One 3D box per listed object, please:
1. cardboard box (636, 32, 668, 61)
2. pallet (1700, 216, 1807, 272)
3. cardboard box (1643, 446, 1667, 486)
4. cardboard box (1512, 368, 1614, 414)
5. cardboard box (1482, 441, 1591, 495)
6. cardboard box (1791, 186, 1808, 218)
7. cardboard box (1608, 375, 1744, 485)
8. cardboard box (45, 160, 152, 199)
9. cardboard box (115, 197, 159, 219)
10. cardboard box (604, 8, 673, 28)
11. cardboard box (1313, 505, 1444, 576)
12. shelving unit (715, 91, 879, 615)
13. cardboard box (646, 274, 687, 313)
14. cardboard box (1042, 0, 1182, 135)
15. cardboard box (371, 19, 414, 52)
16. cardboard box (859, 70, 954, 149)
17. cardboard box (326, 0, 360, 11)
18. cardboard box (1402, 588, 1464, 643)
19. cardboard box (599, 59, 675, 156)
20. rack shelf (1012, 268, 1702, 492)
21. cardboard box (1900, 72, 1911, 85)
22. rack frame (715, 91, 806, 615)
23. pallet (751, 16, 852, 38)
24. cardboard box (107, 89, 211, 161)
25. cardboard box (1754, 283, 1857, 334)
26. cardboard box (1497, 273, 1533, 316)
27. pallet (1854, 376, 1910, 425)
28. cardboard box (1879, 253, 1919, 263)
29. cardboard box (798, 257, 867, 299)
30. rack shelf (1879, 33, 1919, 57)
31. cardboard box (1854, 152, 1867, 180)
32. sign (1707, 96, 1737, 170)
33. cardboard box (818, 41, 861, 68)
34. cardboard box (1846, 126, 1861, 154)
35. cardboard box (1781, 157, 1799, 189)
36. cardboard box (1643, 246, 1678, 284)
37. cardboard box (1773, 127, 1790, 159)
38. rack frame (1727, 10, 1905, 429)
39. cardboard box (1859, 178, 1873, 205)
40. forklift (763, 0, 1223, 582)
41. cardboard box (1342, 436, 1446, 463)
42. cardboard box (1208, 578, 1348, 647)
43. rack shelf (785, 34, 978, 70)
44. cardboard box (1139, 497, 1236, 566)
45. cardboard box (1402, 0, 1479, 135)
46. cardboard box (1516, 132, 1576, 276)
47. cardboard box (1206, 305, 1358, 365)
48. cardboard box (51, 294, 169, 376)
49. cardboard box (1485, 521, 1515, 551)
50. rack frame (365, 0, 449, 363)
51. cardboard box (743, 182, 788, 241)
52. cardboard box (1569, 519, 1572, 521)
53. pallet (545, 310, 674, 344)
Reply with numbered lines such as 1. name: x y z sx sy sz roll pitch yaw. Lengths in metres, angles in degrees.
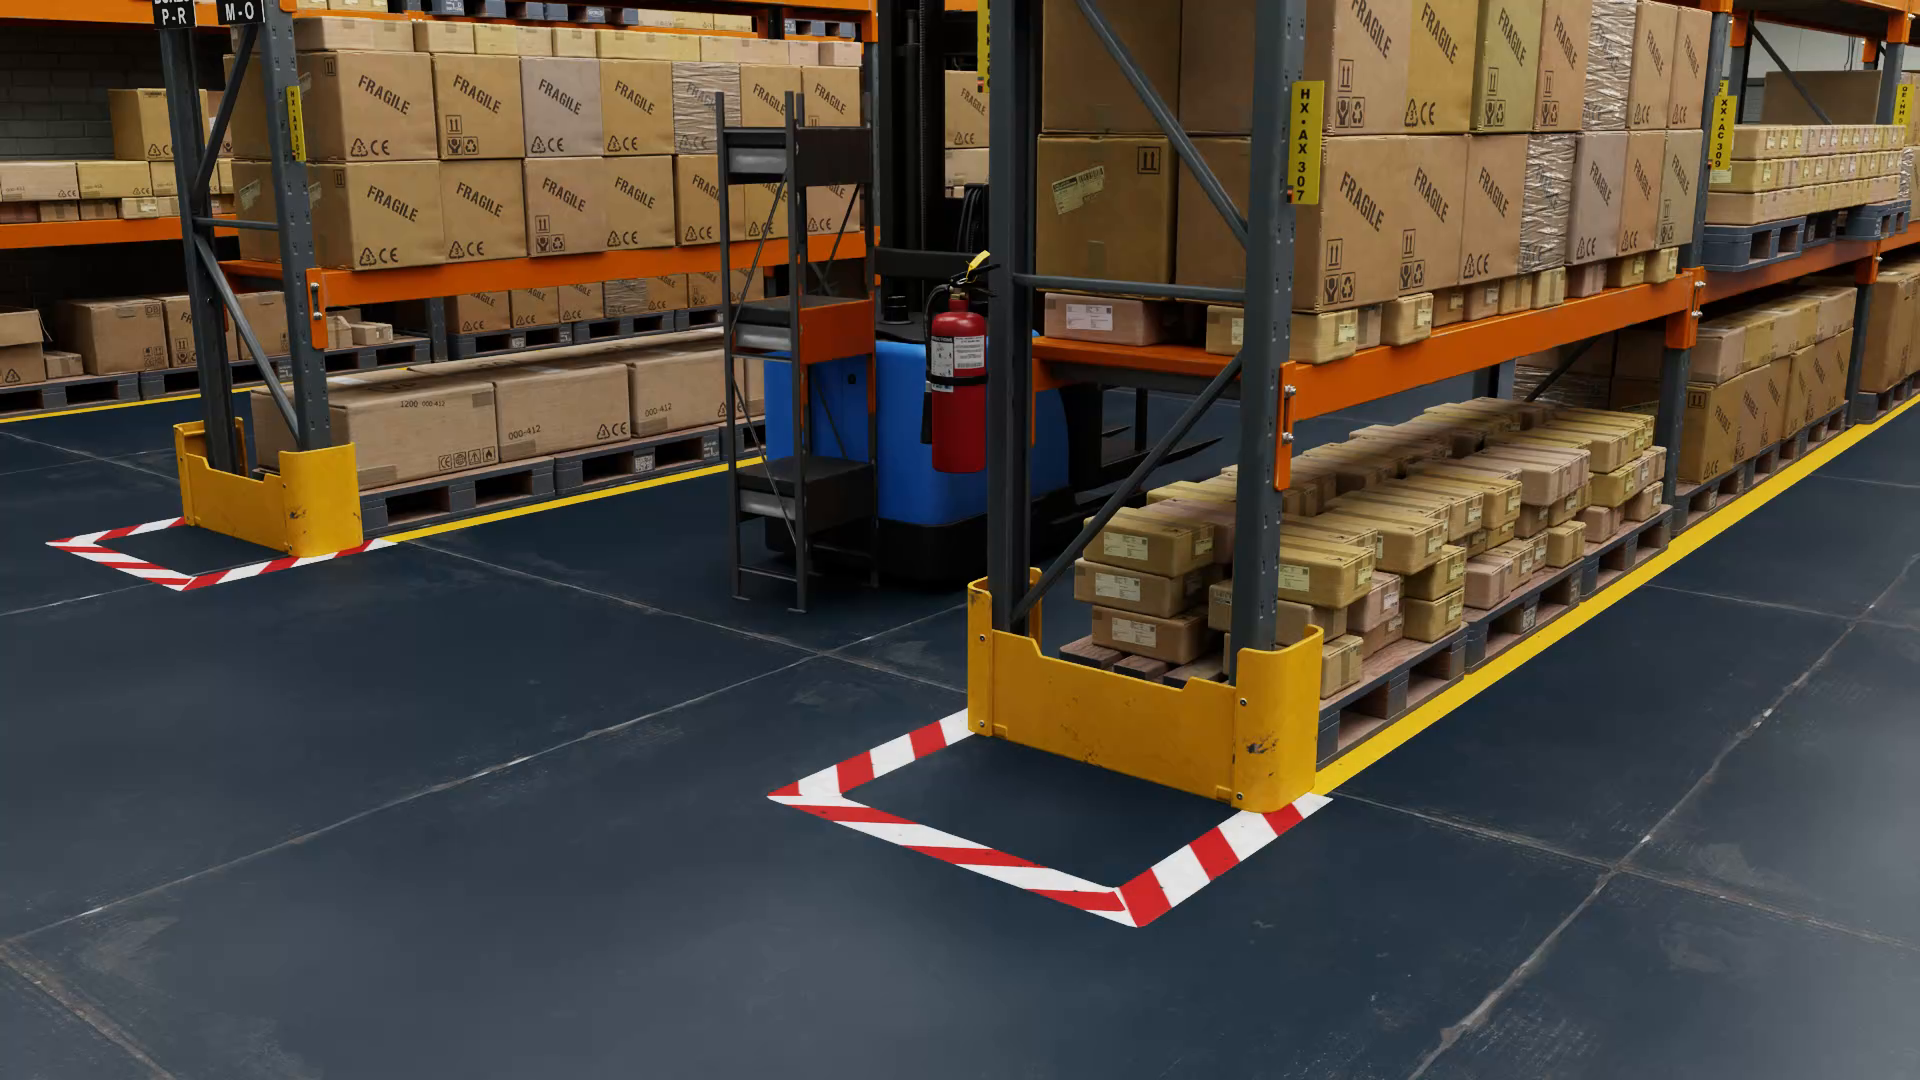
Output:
1. cardboard box: -1.827 -2.712 9.156 0.380 0.149 0.250 11 18 38
2. pallet: 3.622 -1.542 8.489 1.003 0.211 1.213 11 18 38
3. cardboard box: 3.077 -0.367 7.809 0.380 0.149 0.250 12 18 39
4. cardboard box: 3.297 -0.683 8.945 0.500 0.500 0.500 11 18 36
5. cardboard box: 2.404 -0.305 6.959 0.380 0.149 0.250 10 17 35
6. cardboard box: 4.122 -1.746 8.561 0.380 0.149 0.250 11 18 38
7. cardboard box: 3.699 -0.603 8.629 0.500 0.500 0.500 12 19 40
8. cardboard box: -6.135 -2.570 11.846 0.500 0.250 0.500 11 18 36
9. cardboard box: -5.994 -2.396 11.975 0.380 0.149 0.250 11 18 36
10. cardboard box: -2.998 -4.844 15.311 0.500 0.250 0.500 11 18 38
11. cardboard box: 1.445 -0.002 5.769 0.380 0.149 0.250 11 18 37
12. shelving unit: -0.665 -0.786 6.953 0.431 2.100 0.503 10 17 34
13. cardboard box: -2.983 -2.474 15.992 0.500 0.500 0.500 12 19 40
14. cardboard box: 0.608 -1.548 5.286 0.500 0.500 0.500 11 18 36
15. cardboard box: -2.852 -2.425 8.026 0.380 0.149 0.250 12 18 39
16. cardboard box: -0.385 -2.830 10.938 0.500 0.500 0.500 12 18 38
17. cardboard box: -4.901 -4.196 12.965 0.380 0.149 0.250 11 18 37
18. cardboard box: 1.590 0.239 6.026 0.380 0.149 0.250 12 18 38
19. cardboard box: -1.927 -2.368 9.117 0.500 0.500 0.500 11 18 38
20. rack shelf: 1.771 -0.779 6.558 1.077 0.370 4.000 11 18 38
21. cardboard box: 6.149 -2.991 11.572 0.700 0.500 0.500 11 18 37
22. rack frame: -0.806 -0.737 6.760 0.400 2.100 0.015 10 17 34
23. pallet: -1.878 -5.297 17.173 1.213 0.211 1.003 12 19 40
24. cardboard box: -5.826 -3.026 12.120 0.500 0.500 0.500 12 18 39
25. cardboard box: 5.316 -1.461 10.481 0.500 0.250 0.500 11 18 36
26. cardboard box: 1.913 -0.941 6.244 0.380 0.149 0.250 12 19 40
27. pallet: 6.096 -1.065 11.885 1.003 0.211 1.213 11 18 38
28. cardboard box: 7.127 -1.839 12.986 1.050 0.750 0.750 11 18 38
29. cardboard box: -0.558 -1.562 11.643 0.875 0.875 0.875 12 19 39
30. rack shelf: 9.313 -4.531 15.235 1.077 0.370 4.000 11 18 38
31. cardboard box: 4.940 -2.140 9.509 0.380 0.149 0.250 11 18 37
32. sign: 3.455 -1.848 7.546 0.100 0.325 0.005 11 18 38
33. cardboard box: -0.832 -2.997 10.275 0.380 0.149 0.250 11 18 36
34. cardboard box: 4.776 -2.235 9.277 0.380 0.149 0.250 12 19 40
35. cardboard box: 3.957 -1.840 8.328 0.380 0.149 0.250 12 18 39
36. cardboard box: 2.954 -1.232 7.390 0.380 0.149 0.250 11 18 36
37. cardboard box: 3.804 -1.939 8.114 0.380 0.149 0.250 12 18 39
38. rack frame: 5.542 -2.277 10.993 1.000 3.000 0.127 11 18 38
39. cardboard box: 5.111 -2.049 9.754 0.380 0.149 0.250 11 18 37
40. forklift: 0.362 -1.545 8.253 1.130 2.935 3.031 10 17 34
41. cardboard box: 1.834 -0.333 7.069 0.380 0.149 0.250 10 18 35
42. cardboard box: 1.043 0.229 5.463 0.380 0.149 0.250 12 19 40
43. rack shelf: -0.978 -5.279 18.180 1.077 0.370 4.000 11 18 38
44. cardboard box: 0.852 -0.035 5.896 0.380 0.149 0.250 12 18 39
45. cardboard box: 1.315 -1.564 5.351 0.500 0.500 0.500 12 19 39
46. cardboard box: 1.961 -1.277 6.252 0.500 0.500 0.500 11 18 36
47. cardboard box: 0.973 -0.634 5.037 0.380 0.149 0.250 11 18 37
48. cardboard box: -6.237 -1.511 12.202 0.700 0.500 0.500 12 19 40
49. cardboard box: 1.998 -0.082 6.686 0.380 0.149 0.250 12 19 40
50. rack frame: -4.749 -3.025 13.937 1.000 3.000 0.127 11 18 38
51. cardboard box: -1.297 -2.078 10.008 0.500 0.500 0.500 11 18 36
52. cardboard box: 2.442 -0.076 7.266 0.380 0.149 0.250 11 18 36
53. pallet: -3.500 -2.069 15.841 1.003 0.211 1.213 11 18 38
